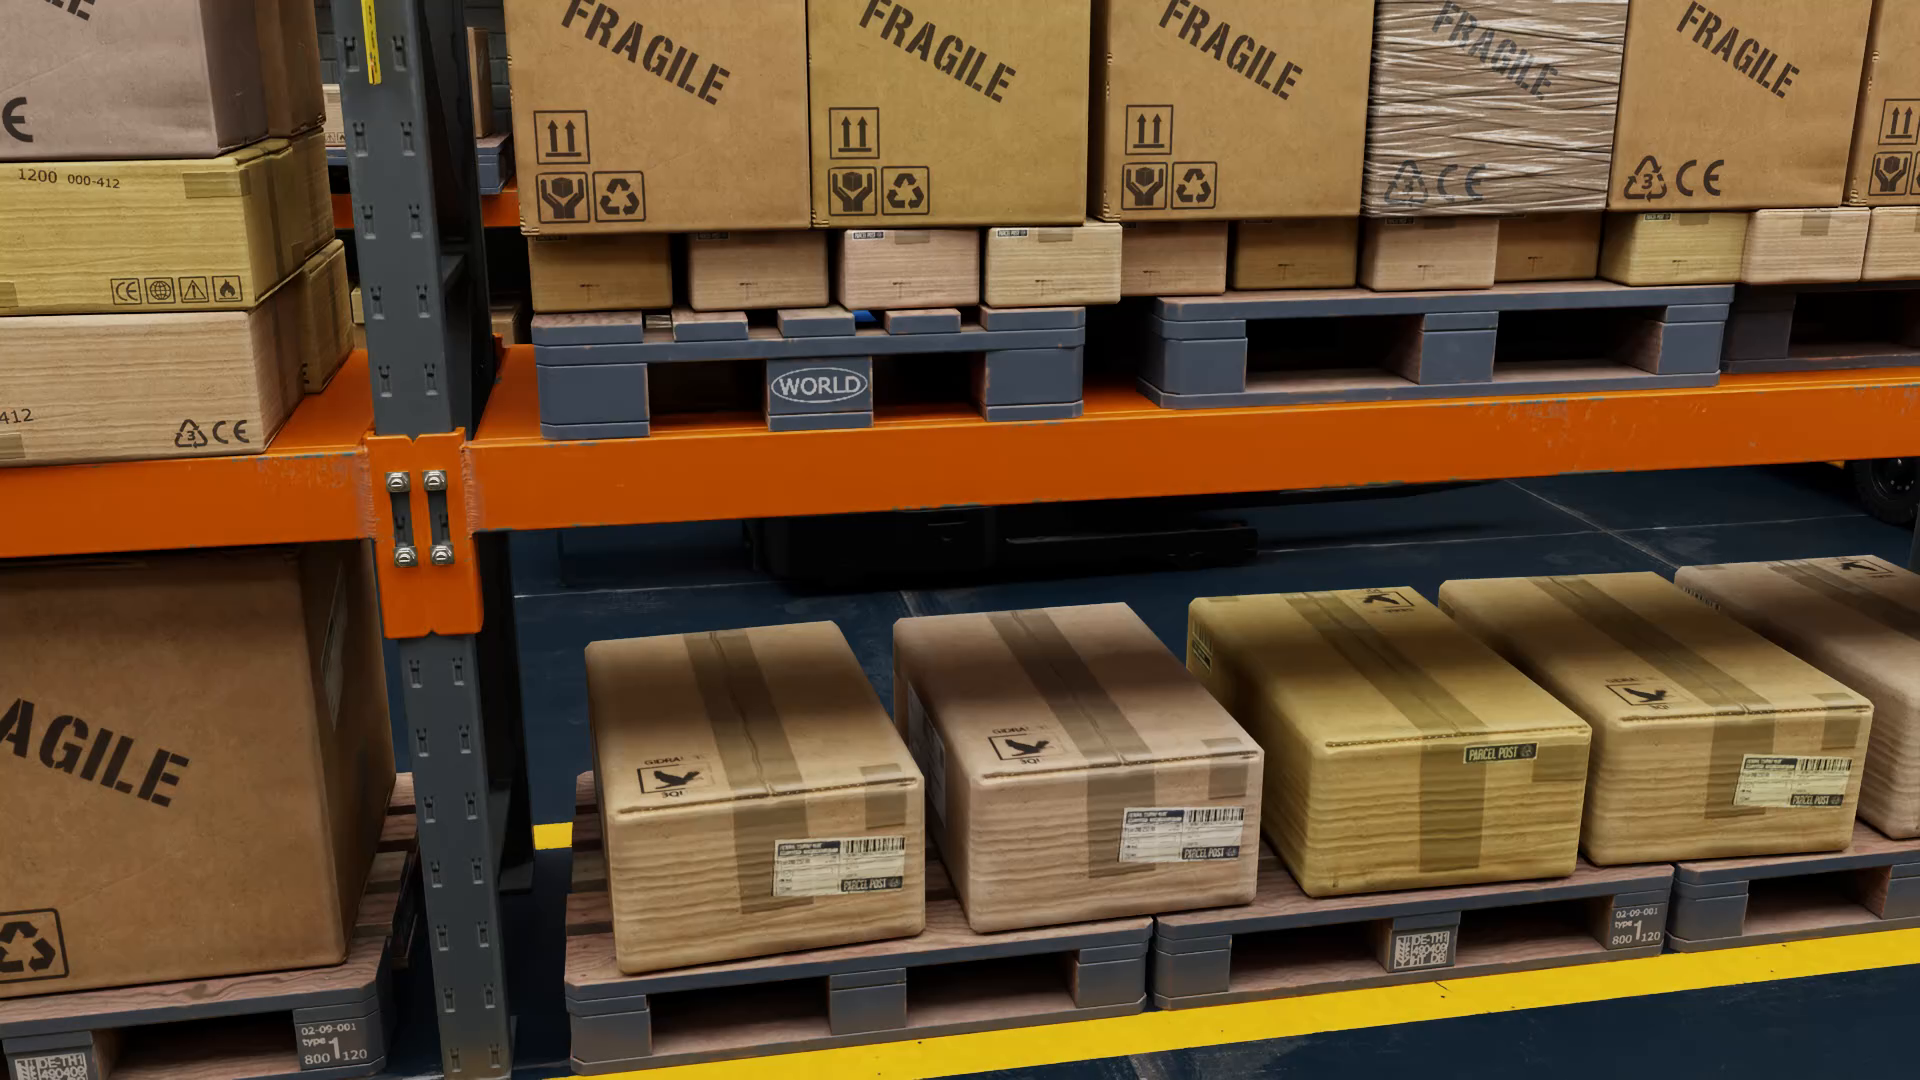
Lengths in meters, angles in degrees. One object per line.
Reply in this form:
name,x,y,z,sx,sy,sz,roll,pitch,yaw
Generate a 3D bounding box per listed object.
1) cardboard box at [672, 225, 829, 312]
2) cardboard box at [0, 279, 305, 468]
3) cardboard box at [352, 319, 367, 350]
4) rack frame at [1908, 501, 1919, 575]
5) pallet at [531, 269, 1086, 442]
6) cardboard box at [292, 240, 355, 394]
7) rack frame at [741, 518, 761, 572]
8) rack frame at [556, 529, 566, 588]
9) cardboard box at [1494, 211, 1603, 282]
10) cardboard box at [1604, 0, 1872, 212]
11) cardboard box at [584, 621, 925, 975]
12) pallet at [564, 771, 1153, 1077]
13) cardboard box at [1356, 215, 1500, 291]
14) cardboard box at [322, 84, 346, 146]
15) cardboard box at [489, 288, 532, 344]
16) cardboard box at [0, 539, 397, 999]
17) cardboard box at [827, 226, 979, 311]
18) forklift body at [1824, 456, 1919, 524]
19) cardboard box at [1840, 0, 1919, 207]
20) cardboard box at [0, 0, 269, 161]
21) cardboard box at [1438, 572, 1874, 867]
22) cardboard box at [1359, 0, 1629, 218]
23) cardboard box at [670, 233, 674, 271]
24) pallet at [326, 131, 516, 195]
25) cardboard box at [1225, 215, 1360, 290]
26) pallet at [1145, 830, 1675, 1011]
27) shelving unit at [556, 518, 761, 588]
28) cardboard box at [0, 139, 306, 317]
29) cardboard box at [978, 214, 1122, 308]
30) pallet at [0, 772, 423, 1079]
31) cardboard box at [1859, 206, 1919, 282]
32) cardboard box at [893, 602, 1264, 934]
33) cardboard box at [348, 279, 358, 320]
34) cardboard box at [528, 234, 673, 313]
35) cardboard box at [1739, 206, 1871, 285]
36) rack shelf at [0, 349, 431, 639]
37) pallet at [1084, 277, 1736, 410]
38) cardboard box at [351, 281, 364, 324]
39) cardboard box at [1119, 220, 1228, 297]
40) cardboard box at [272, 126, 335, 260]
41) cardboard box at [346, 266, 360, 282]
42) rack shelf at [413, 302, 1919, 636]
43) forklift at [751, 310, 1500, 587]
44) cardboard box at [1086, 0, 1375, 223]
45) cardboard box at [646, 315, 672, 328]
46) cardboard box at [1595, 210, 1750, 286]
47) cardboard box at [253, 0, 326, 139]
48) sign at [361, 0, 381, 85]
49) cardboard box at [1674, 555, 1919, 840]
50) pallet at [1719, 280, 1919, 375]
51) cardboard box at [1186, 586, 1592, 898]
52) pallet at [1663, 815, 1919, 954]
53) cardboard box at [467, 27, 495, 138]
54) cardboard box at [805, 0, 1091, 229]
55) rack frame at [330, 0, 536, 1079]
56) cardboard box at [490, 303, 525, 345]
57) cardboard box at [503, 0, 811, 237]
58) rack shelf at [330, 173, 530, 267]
cardboard box,-0.409,-0.546,3.194,0.250,0.149,0.380,-4,18,-14
cardboard box,-1.495,-0.320,3.002,0.500,0.250,0.500,-4,17,-12
cardboard box,-2.861,-0.821,7.919,0.500,0.500,0.500,-4,17,-11
rack frame,2.880,-0.718,4.040,0.127,3.000,1.000,-3,17,-10
pallet,-0.368,-0.474,3.572,1.003,0.211,1.213,-3,17,-10
cardboard box,-1.576,-0.469,3.484,0.500,0.250,0.500,-4,17,-11
rack frame,-0.829,-0.651,6.367,0.023,1.500,0.400,-4,18,-14
rack frame,-1.538,-0.595,6.195,0.023,1.500,0.400,-4,18,-14
cardboard box,1.144,-0.653,3.540,0.250,0.149,0.380,-4,17,-12
cardboard box,1.475,-0.962,3.442,0.500,0.500,0.500,-3,17,-9
cardboard box,-0.491,0.532,3.732,0.625,0.372,0.950,-4,18,-14
pallet,-0.280,0.795,3.865,1.213,0.211,1.003,-3,17,-10
cardboard box,0.903,-0.616,3.422,0.250,0.149,0.380,-3,17,-9
cardboard box,-2.967,-1.903,7.438,0.500,0.250,0.500,-4,18,-13
cardboard box,-2.460,-0.989,8.465,0.500,0.500,0.500,-3,17,-8
cardboard box,-1.742,0.334,3.518,0.875,0.875,0.875,-3,17,-11
cardboard box,-0.132,-0.548,3.201,0.250,0.149,0.380,-4,18,-14
forklift body,4.346,-1.334,7.492,1.214,2.155,2.313,-3,17,-10
cardboard box,1.983,-0.989,3.530,0.500,0.500,0.500,-3,17,-10
cardboard box,-1.506,-0.917,2.814,0.500,0.500,0.500,-4,17,-12
cardboard box,1.660,0.408,4.134,0.625,0.372,0.950,-2,17,-7
cardboard box,0.961,-0.932,3.347,0.500,0.500,0.500,-4,18,-13
cardboard box,-0.521,-0.698,3.687,0.250,0.149,0.380,-3,17,-10
pallet,-2.645,-1.776,7.812,1.003,0.211,1.213,-3,17,-10
cardboard box,0.634,-0.621,3.436,0.250,0.149,0.380,-3,17,-8
pallet,0.915,0.728,4.083,1.213,0.211,1.003,-3,17,-10
shelving unit,-1.183,-0.623,6.281,0.755,1.500,0.431,-4,18,-14
cardboard box,-1.475,-0.562,2.937,0.500,0.250,0.500,-3,17,-11
cardboard box,0.142,-0.558,3.231,0.250,0.149,0.380,-3,17,-10
pallet,-1.836,0.860,3.652,1.213,0.211,1.003,-3,17,-10
cardboard box,1.918,-0.656,3.552,0.250,0.149,0.380,-4,17,-11
cardboard box,0.232,0.488,3.874,0.625,0.372,0.950,-4,17,-12
cardboard box,-2.959,-1.115,7.771,0.250,0.149,0.380,-4,17,-12
cardboard box,-0.693,-0.540,3.175,0.250,0.149,0.380,-4,18,-14
cardboard box,1.669,-0.641,3.502,0.250,0.149,0.380,-3,17,-10
rack shelf,-3.011,-0.040,3.058,4.000,0.370,1.077,-3,17,-10
pallet,0.888,-0.526,3.741,1.213,0.211,1.003,-3,17,-10
cardboard box,-2.692,-1.117,7.777,0.250,0.149,0.380,-4,18,-13
cardboard box,0.364,-0.594,3.348,0.250,0.149,0.380,-2,17,-7
cardboard box,-1.592,-0.705,3.404,0.500,0.250,0.500,-3,17,-11
cardboard box,-3.059,-1.259,8.238,0.250,0.149,0.380,-3,17,-10
rack shelf,0.916,-0.263,3.783,4.000,0.370,1.077,-3,17,-10
forklift,0.683,-1.434,6.488,3.031,2.935,1.130,-4,17,-12
cardboard box,0.469,-0.907,3.263,0.500,0.500,0.500,-3,17,-10
cardboard box,-1.378,-1.022,8.360,0.625,0.625,0.875,-3,17,-9
cardboard box,1.423,-0.638,3.492,0.250,0.149,0.380,-3,17,-10
cardboard box,-1.578,-1.064,3.294,0.500,0.500,0.500,-4,17,-12
sign,-0.939,-0.889,2.625,0.005,0.325,0.100,-3,17,-10
cardboard box,2.365,0.367,4.267,0.625,0.372,0.950,-3,17,-10
pallet,2.102,-0.626,4.067,1.213,0.211,1.003,-3,17,-10
cardboard box,0.978,0.448,4.006,0.625,0.372,0.950,-3,17,-9
pallet,2.116,0.659,4.307,1.213,0.211,1.003,-3,17,-10
cardboard box,-2.528,-2.191,7.950,0.500,0.500,0.500,-2,17,-8
cardboard box,-0.052,-0.875,3.161,0.500,0.500,0.500,-2,17,-8
rack frame,-1.048,-0.495,3.315,0.127,3.000,1.000,-3,17,-10
cardboard box,-2.367,-0.846,8.000,0.500,0.500,0.500,-3,17,-9
cardboard box,-0.562,-0.844,3.059,0.500,0.500,0.500,-4,17,-12
rack shelf,-3.957,-1.471,7.716,4.000,0.370,1.077,-3,17,-10
